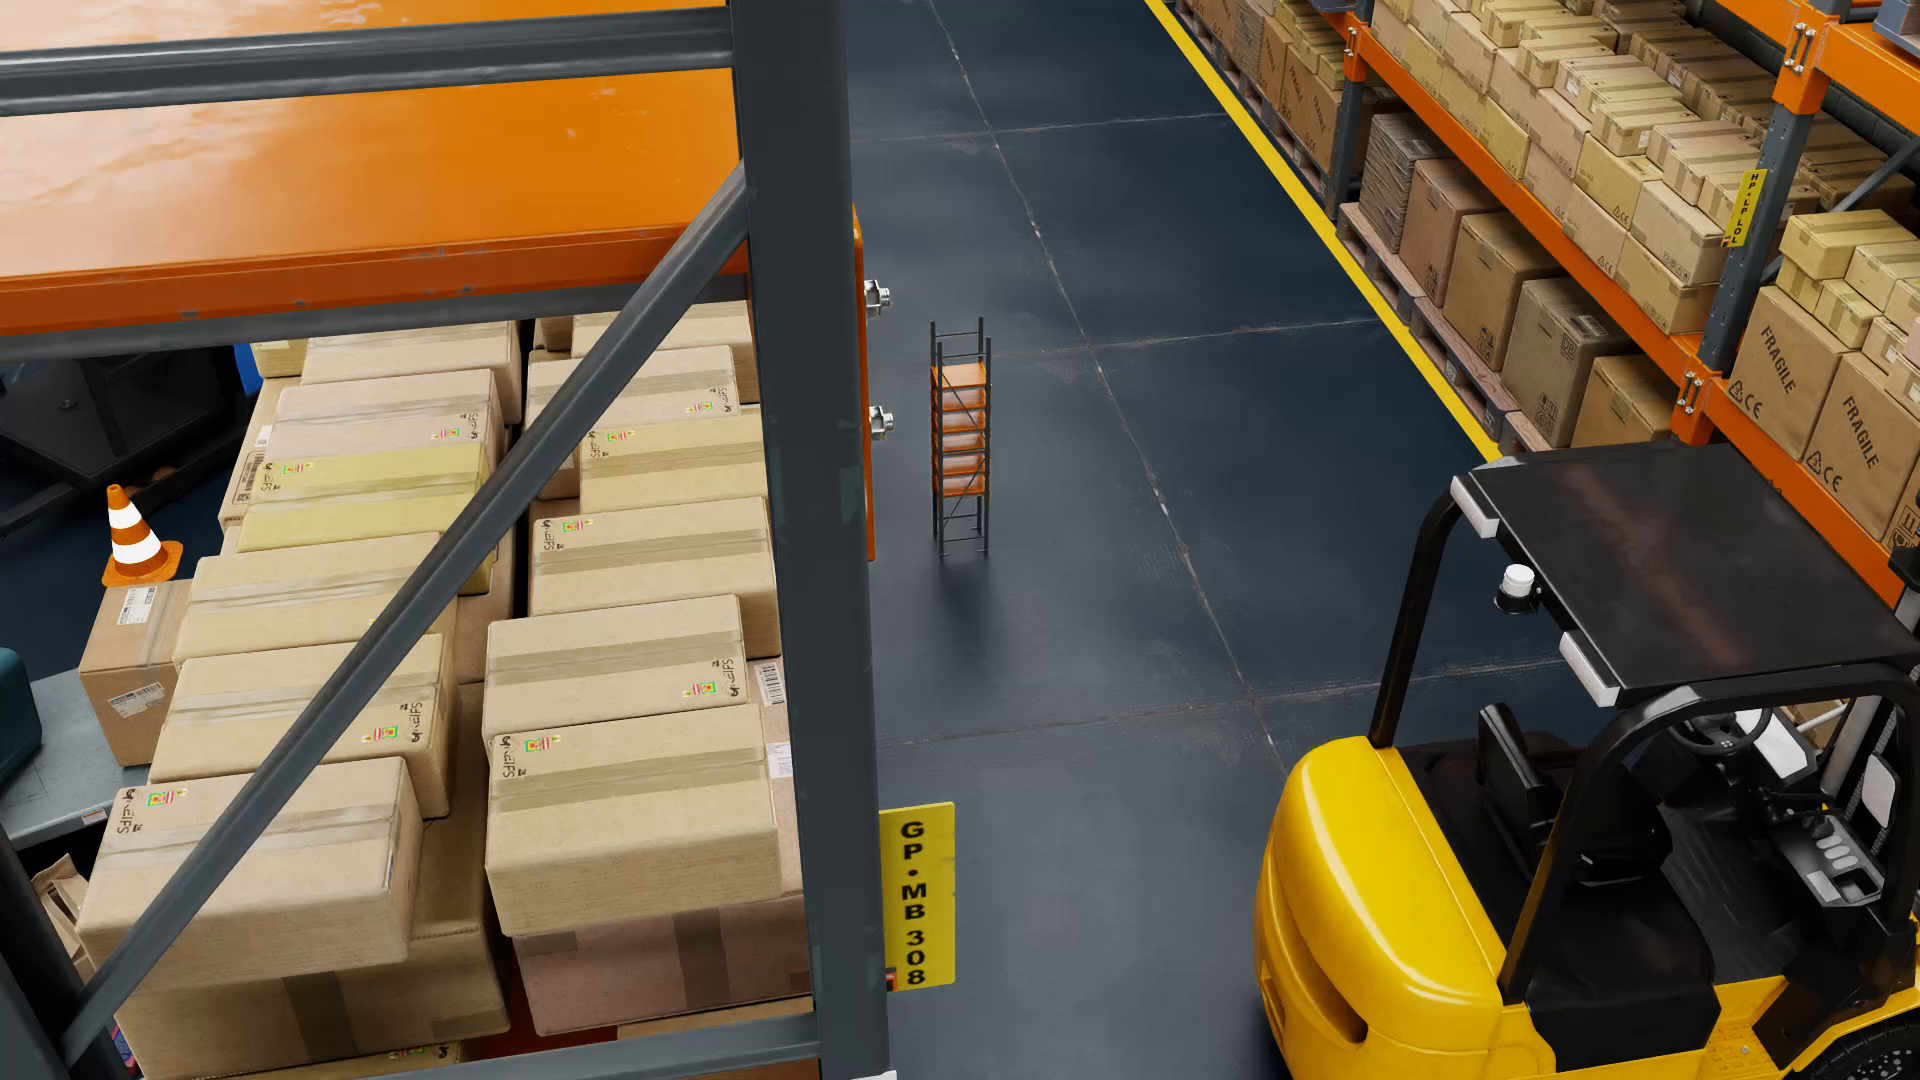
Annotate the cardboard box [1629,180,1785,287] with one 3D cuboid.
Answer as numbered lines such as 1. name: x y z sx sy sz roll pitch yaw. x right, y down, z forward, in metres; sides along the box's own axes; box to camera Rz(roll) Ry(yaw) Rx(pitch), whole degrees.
1. cardboard box: 3.257 -1.338 7.142 0.500 0.250 0.500 -7 38 -9

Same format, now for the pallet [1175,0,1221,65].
1. pallet: 2.372 -4.174 13.351 1.003 0.211 1.213 -6 38 -8

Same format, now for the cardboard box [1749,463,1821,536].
1. cardboard box: 3.371 -0.080 6.891 0.500 0.250 0.500 -7 38 -9

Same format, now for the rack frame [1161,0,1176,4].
1. rack frame: 2.192 -5.763 13.122 1.000 3.000 0.127 -6 38 -8

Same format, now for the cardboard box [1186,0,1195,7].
1. cardboard box: 2.056 -4.625 13.353 0.500 0.500 0.500 -5 38 -6

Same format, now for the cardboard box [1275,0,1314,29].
1. cardboard box: 2.431 -3.693 11.625 0.380 0.149 0.250 -7 38 -9

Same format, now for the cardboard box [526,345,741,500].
1. cardboard box: -0.603 -0.222 3.101 0.380 0.149 0.250 -6 38 -8

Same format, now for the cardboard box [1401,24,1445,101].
1. cardboard box: 2.814 -2.689 9.288 0.500 0.250 0.500 -7 38 -9

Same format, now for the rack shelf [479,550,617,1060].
1. rack shelf: -0.941 -0.087 3.958 1.077 0.370 4.000 -6 38 -8

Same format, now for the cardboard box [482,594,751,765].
1. cardboard box: -0.511 0.234 2.513 0.380 0.149 0.250 -6 38 -8

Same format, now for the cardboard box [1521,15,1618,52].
1. cardboard box: 3.037 -2.493 8.304 0.380 0.149 0.250 -6 38 -8

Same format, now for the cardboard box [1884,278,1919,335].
1. cardboard box: 3.547 -0.818 5.905 0.380 0.149 0.250 -7 38 -9

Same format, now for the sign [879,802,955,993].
1. sign: -0.056 0.433 1.990 0.100 0.325 0.005 -6 38 -8

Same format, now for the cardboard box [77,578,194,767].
1. cardboard box: -3.038 0.503 6.478 0.500 0.500 0.500 -6 38 -8

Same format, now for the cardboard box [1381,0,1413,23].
1. cardboard box: 2.706 -3.188 9.523 0.500 0.250 0.500 -6 38 -8

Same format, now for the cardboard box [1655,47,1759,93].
1. cardboard box: 3.573 -2.237 7.975 0.380 0.149 0.250 -7 38 -8

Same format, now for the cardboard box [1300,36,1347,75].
1. cardboard box: 2.479 -3.214 11.009 0.380 0.149 0.250 -8 39 -10

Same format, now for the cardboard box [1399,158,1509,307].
1. cardboard box: 3.112 -1.803 9.619 0.875 0.625 0.625 -5 38 -6

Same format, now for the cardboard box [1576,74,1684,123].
1. cardboard box: 3.101 -2.026 7.702 0.380 0.149 0.250 -7 38 -9

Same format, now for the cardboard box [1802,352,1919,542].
1. cardboard box: 3.523 -0.361 6.088 0.500 0.500 0.500 -6 38 -7

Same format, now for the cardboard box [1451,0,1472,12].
1. cardboard box: 2.836 -2.948 8.889 0.380 0.149 0.250 -6 38 -7

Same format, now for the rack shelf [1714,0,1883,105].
1. rack shelf: 3.244 -3.039 7.758 1.077 0.370 4.000 -6 38 -8

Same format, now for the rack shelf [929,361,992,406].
1. rack shelf: 0.003 -0.714 7.577 0.258 0.103 0.180 -6 38 -8

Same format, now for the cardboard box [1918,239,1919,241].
1. cardboard box: 3.904 -1.060 6.459 0.380 0.149 0.250 -6 38 -8

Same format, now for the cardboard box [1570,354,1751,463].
1. cardboard box: 3.492 -0.473 7.907 0.875 0.625 0.625 -5 38 -6

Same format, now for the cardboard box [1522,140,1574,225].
1. cardboard box: 3.098 -1.754 8.085 0.500 0.250 0.500 -6 38 -8

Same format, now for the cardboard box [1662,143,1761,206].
1. cardboard box: 3.253 -1.563 7.106 0.380 0.149 0.250 -7 38 -9

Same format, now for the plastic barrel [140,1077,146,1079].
1. plastic barrel: -2.443 1.954 5.289 0.512 0.421 0.421 19 42 23

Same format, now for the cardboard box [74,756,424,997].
1. cardboard box: -0.940 0.449 2.237 0.380 0.149 0.250 -6 38 -8

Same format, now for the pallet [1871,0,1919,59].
1. pallet: 3.770 -1.568 5.350 1.003 0.211 1.213 -6 38 -8

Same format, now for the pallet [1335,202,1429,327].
1. pallet: 2.999 -1.744 10.223 1.003 0.211 1.213 -6 38 -8

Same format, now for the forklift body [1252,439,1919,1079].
1. forklift body: 2.168 0.871 5.275 2.313 2.155 1.214 -6 38 -8

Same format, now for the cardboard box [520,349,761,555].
1. cardboard box: -0.610 -0.168 3.356 0.500 0.250 0.500 -5 38 -7

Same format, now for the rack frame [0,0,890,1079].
1. rack frame: -0.590 -0.348 1.262 1.000 3.000 0.127 -6 38 -8

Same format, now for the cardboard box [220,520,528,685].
1. cardboard box: -1.019 0.193 2.891 0.500 0.250 0.500 -7 38 -9

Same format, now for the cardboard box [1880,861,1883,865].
1. cardboard box: 3.633 1.240 6.008 0.500 0.250 0.500 -5 38 -7

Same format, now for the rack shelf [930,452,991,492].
1. rack shelf: 0.003 -0.335 7.871 0.258 0.103 0.180 -6 38 -8

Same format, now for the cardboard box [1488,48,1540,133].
1. cardboard box: 3.006 -2.264 8.334 0.500 0.250 0.500 -6 38 -7

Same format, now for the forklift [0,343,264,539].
1. forklift: -4.361 -1.593 7.811 1.130 2.935 3.031 21 43 25

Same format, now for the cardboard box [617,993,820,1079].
1. cardboard box: -0.329 0.701 2.562 0.380 0.149 0.250 -6 38 -8

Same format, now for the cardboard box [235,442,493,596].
1. cardboard box: -1.004 -0.022 2.843 0.380 0.149 0.250 -6 38 -8

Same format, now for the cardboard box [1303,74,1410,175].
1. cardboard box: 2.608 -2.758 10.950 0.500 0.500 0.500 -5 38 -7

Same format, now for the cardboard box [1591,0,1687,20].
1. cardboard box: 3.498 -2.710 8.583 0.380 0.149 0.250 -7 38 -9

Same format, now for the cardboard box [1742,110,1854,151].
1. cardboard box: 3.706 -1.780 7.386 0.380 0.149 0.250 -6 38 -8

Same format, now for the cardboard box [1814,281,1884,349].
1. cardboard box: 3.439 -0.849 6.188 0.380 0.149 0.250 -5 38 -7

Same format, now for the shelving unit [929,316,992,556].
1. shelving unit: 0.003 -0.465 7.771 0.258 1.200 0.189 -6 38 -8

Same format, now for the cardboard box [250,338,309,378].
1. cardboard box: -1.242 -0.474 3.425 0.380 0.149 0.250 -5 38 -7

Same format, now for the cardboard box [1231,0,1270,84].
1. cardboard box: 2.327 -3.689 12.148 0.500 0.500 0.500 -8 38 -10
